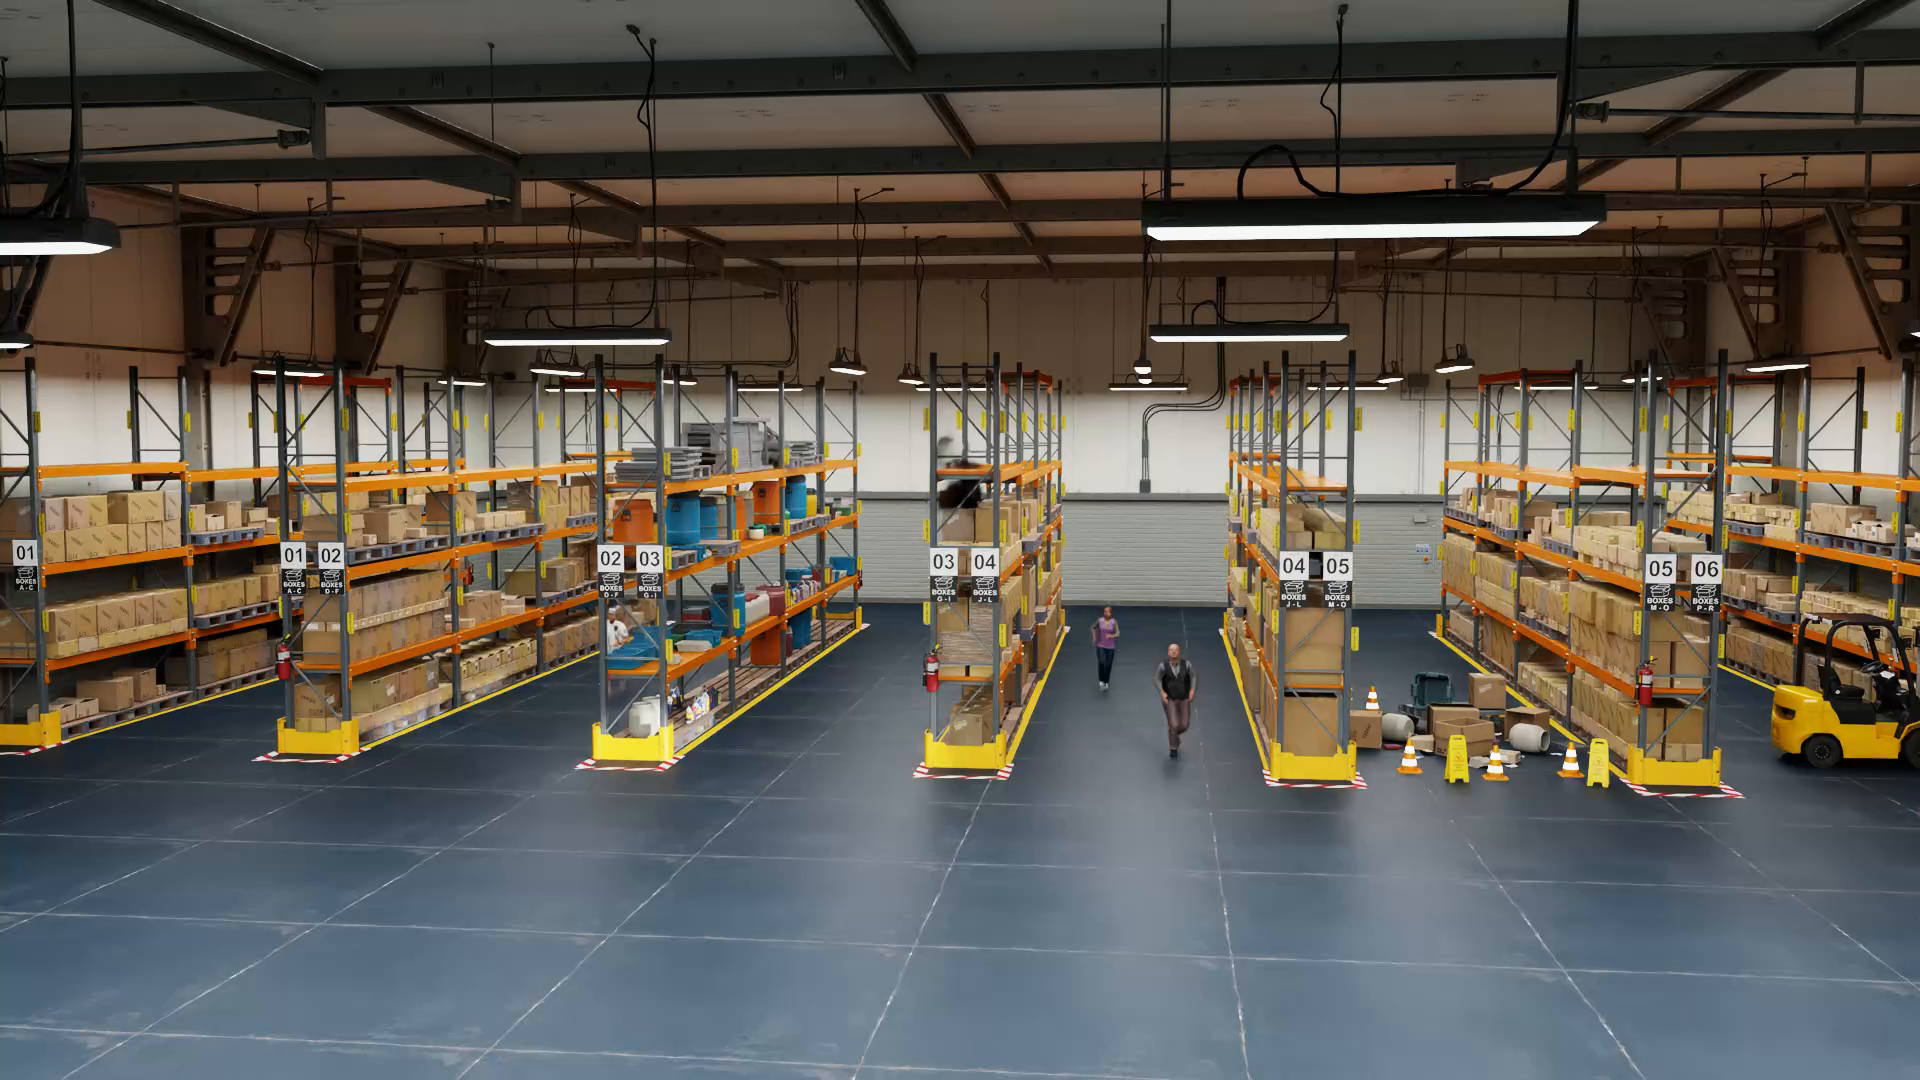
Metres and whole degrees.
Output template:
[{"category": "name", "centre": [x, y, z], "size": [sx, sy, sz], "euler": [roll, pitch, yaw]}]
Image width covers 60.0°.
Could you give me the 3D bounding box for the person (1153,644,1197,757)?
[{"category": "person", "centre": [3.237, 2.402, 24.987], "size": [0.663, 1.690, 0.540], "euler": [0, 4, -1]}]

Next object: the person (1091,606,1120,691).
[{"category": "person", "centre": [2.709, 2.015, 30.941], "size": [0.516, 1.580, 0.636], "euler": [0, 4, 0]}]

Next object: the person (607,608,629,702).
[{"category": "person", "centre": [-6.278, 2.057, 30.064], "size": [0.608, 1.675, 0.864], "euler": [0, 4, 6]}]
